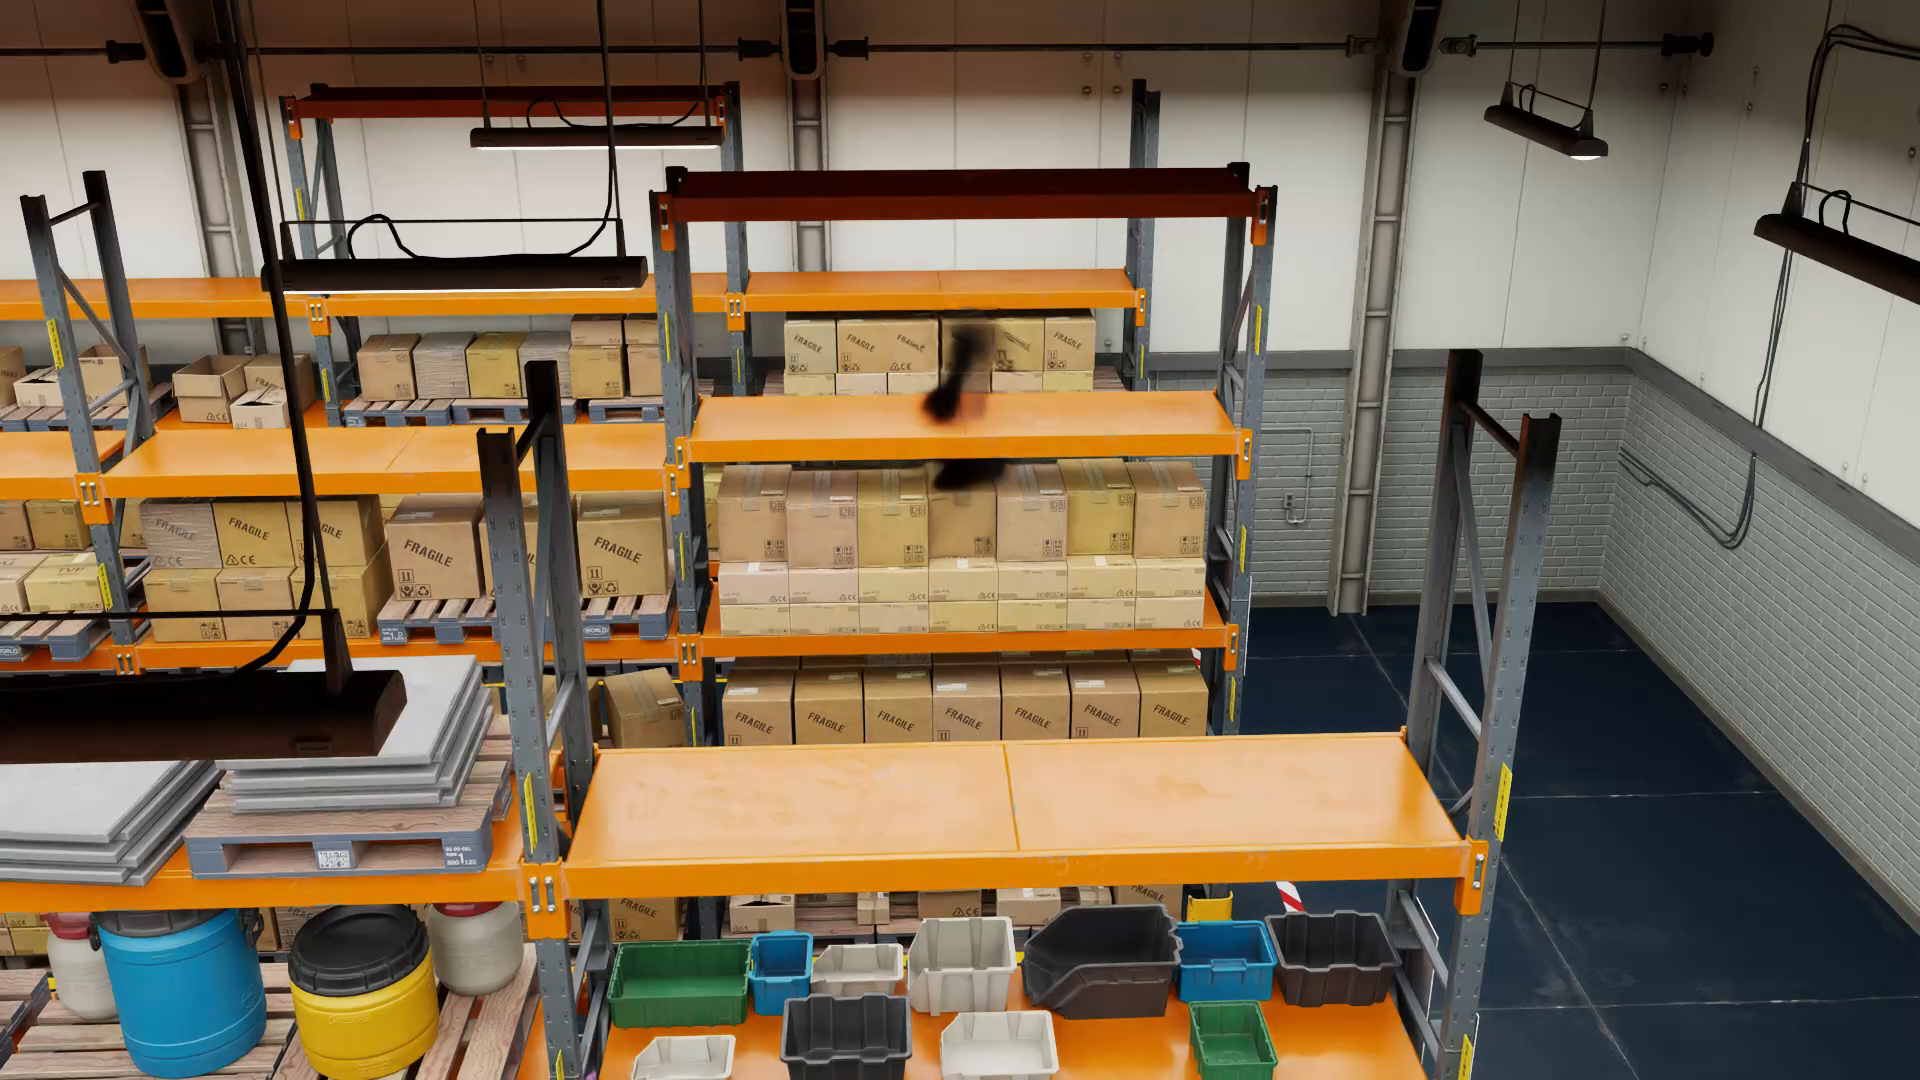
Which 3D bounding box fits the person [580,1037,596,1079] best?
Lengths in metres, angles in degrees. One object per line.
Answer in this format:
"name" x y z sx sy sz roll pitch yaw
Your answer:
"person" -2.000 3.650 10.140 0.840 1.546 0.581 12 25 27
